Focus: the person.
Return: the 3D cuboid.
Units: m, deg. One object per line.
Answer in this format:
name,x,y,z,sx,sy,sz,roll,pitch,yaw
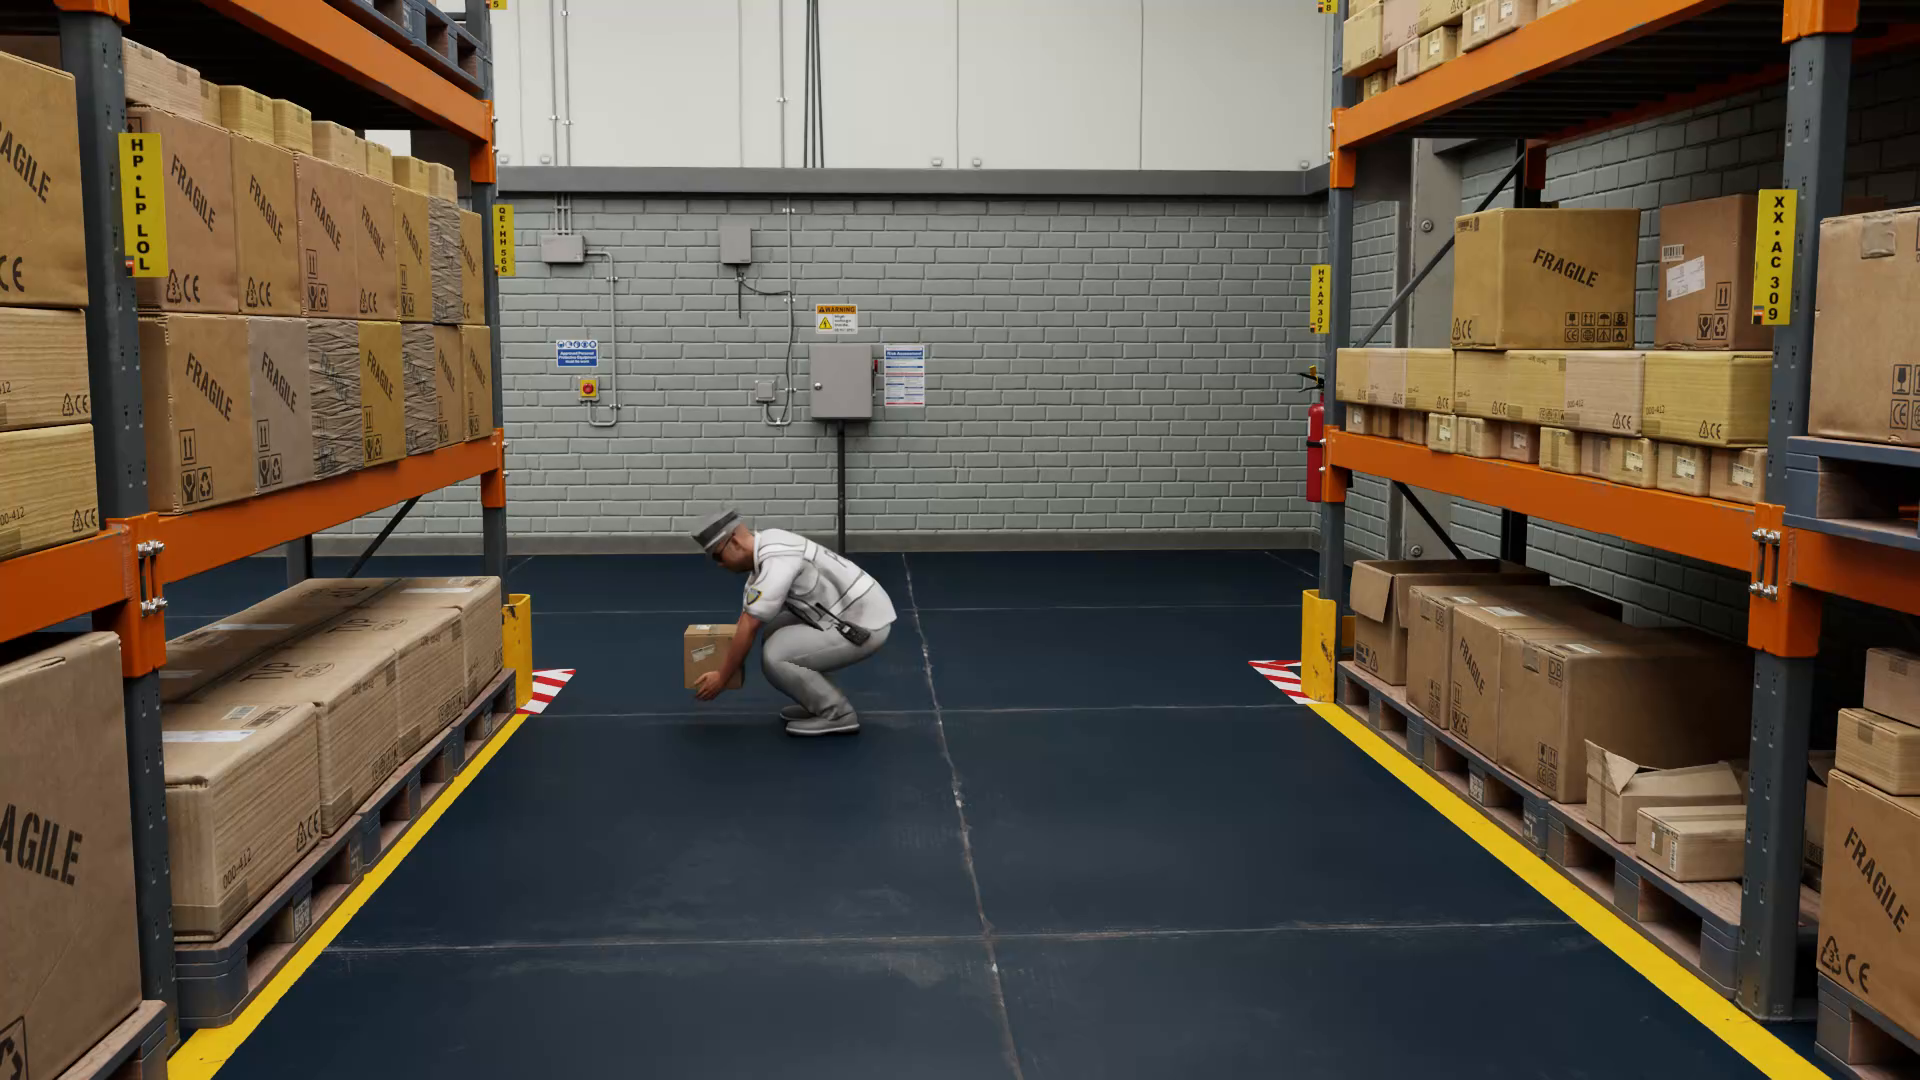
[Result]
person,-0.737,0.350,7.433,0.909,1.013,0.558,0,7,-4
